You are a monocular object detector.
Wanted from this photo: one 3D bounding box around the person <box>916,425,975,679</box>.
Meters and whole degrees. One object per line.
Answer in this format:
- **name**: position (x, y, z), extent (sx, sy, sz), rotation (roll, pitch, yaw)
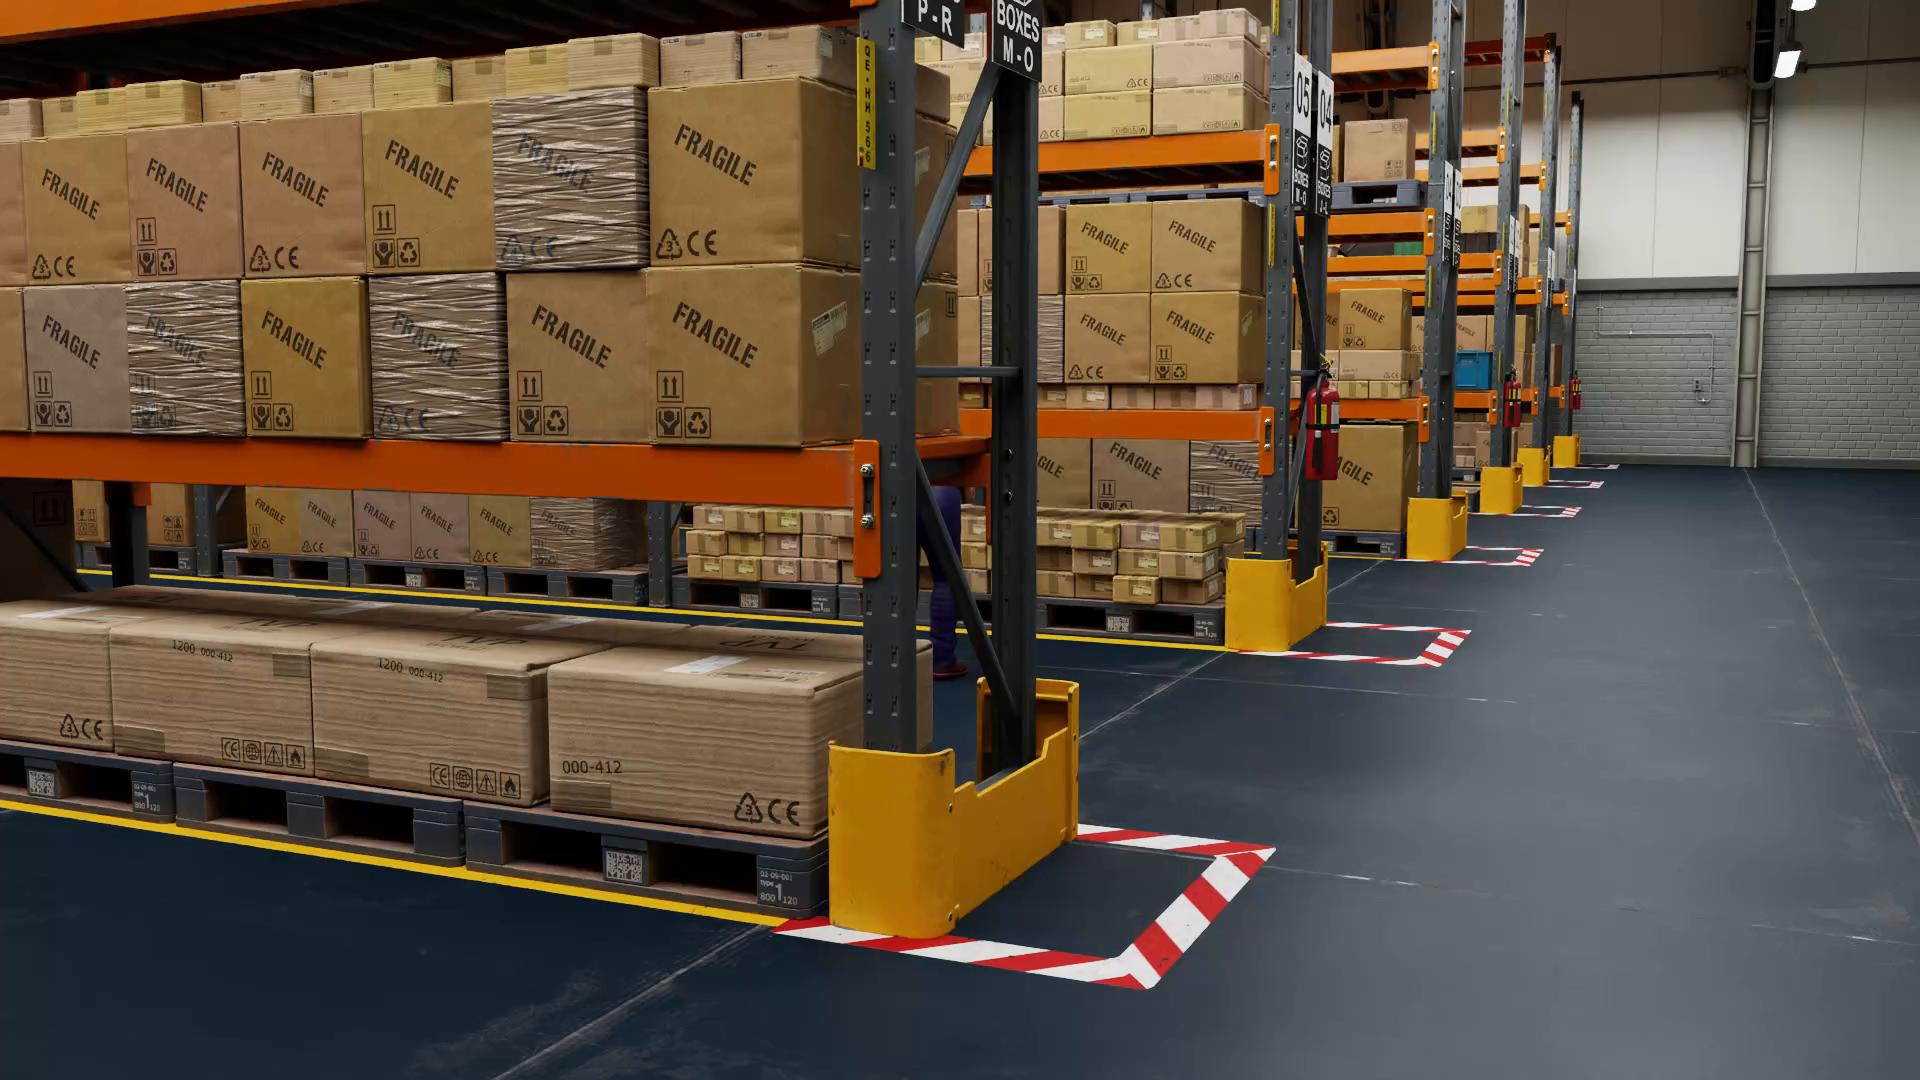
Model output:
- **person**: position (-0.167, -0.141, 8.332), extent (0.452, 1.635, 0.525), rotation (3, 6, 24)
